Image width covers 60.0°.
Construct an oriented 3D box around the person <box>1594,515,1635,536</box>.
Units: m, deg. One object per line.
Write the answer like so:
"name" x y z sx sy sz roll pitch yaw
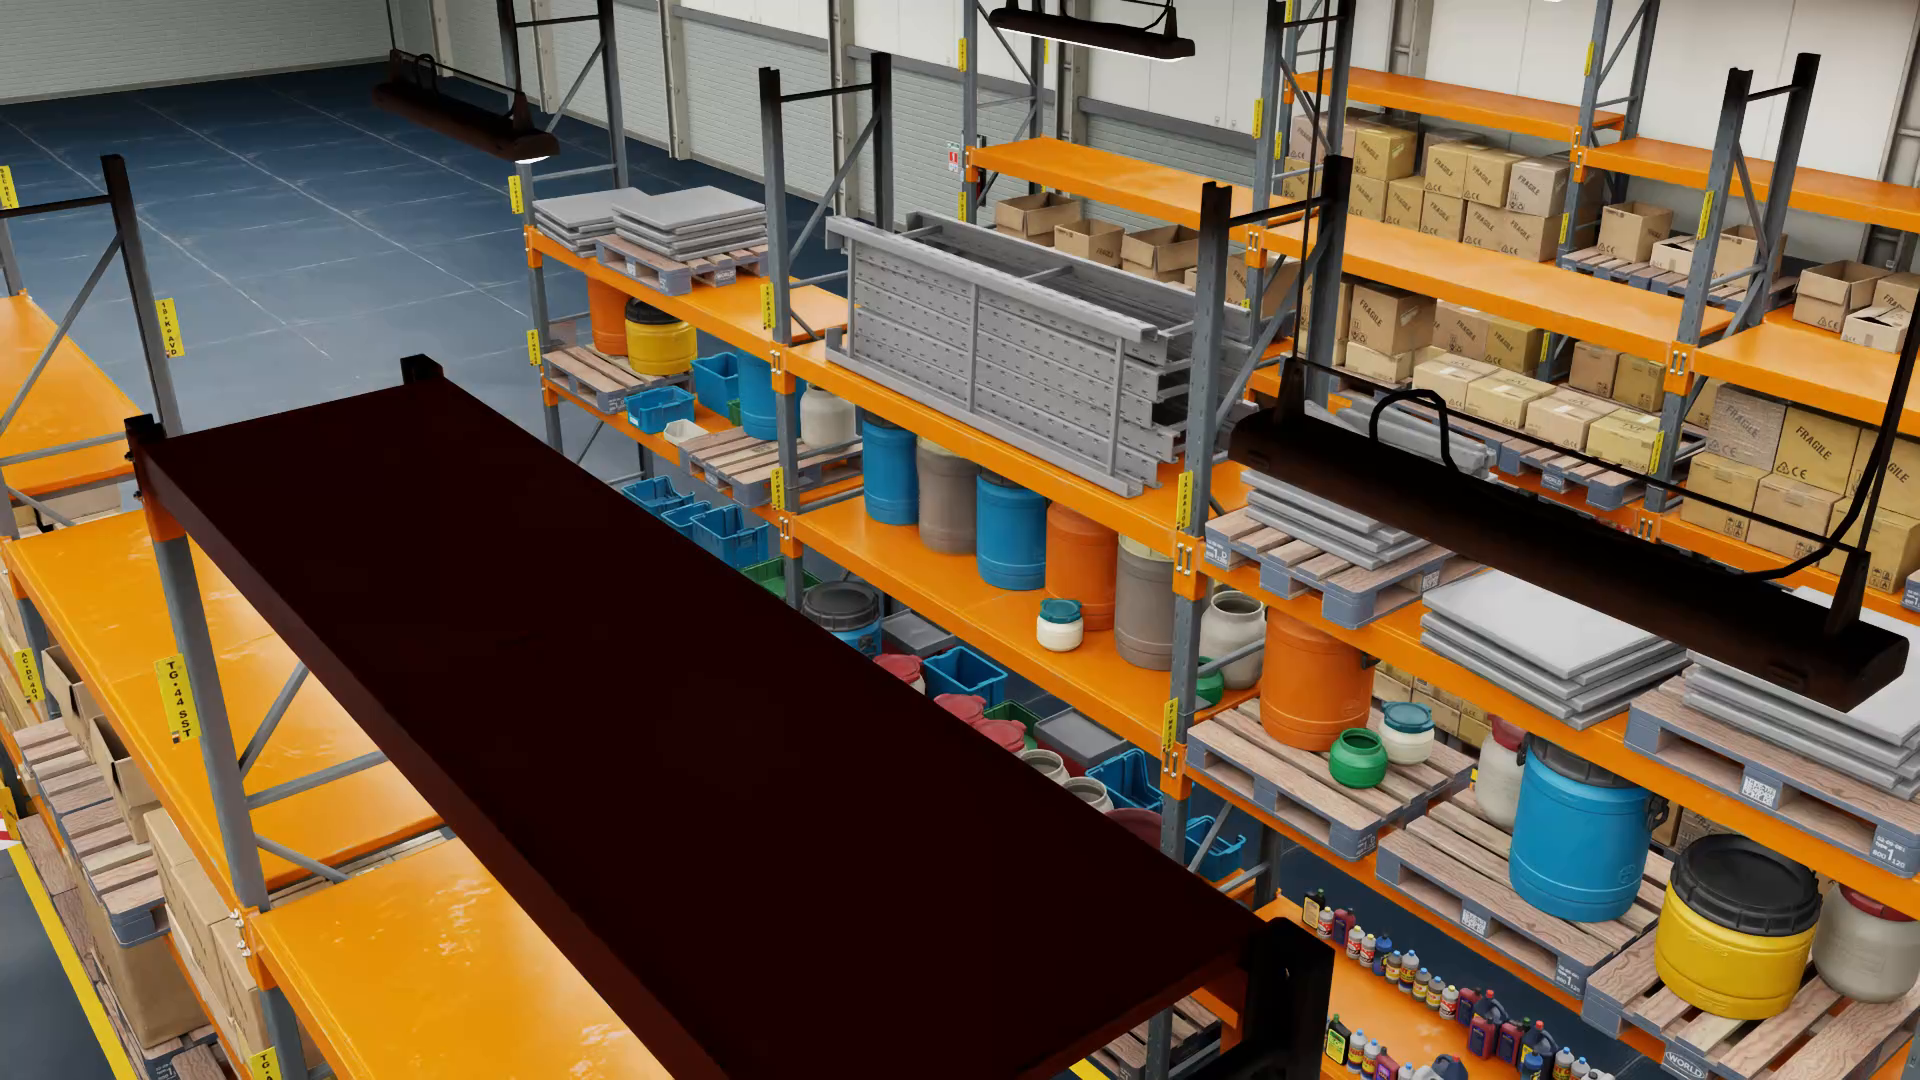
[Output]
"person" 6.277 -0.016 16.249 1.025 1.738 0.681 22 33 38
